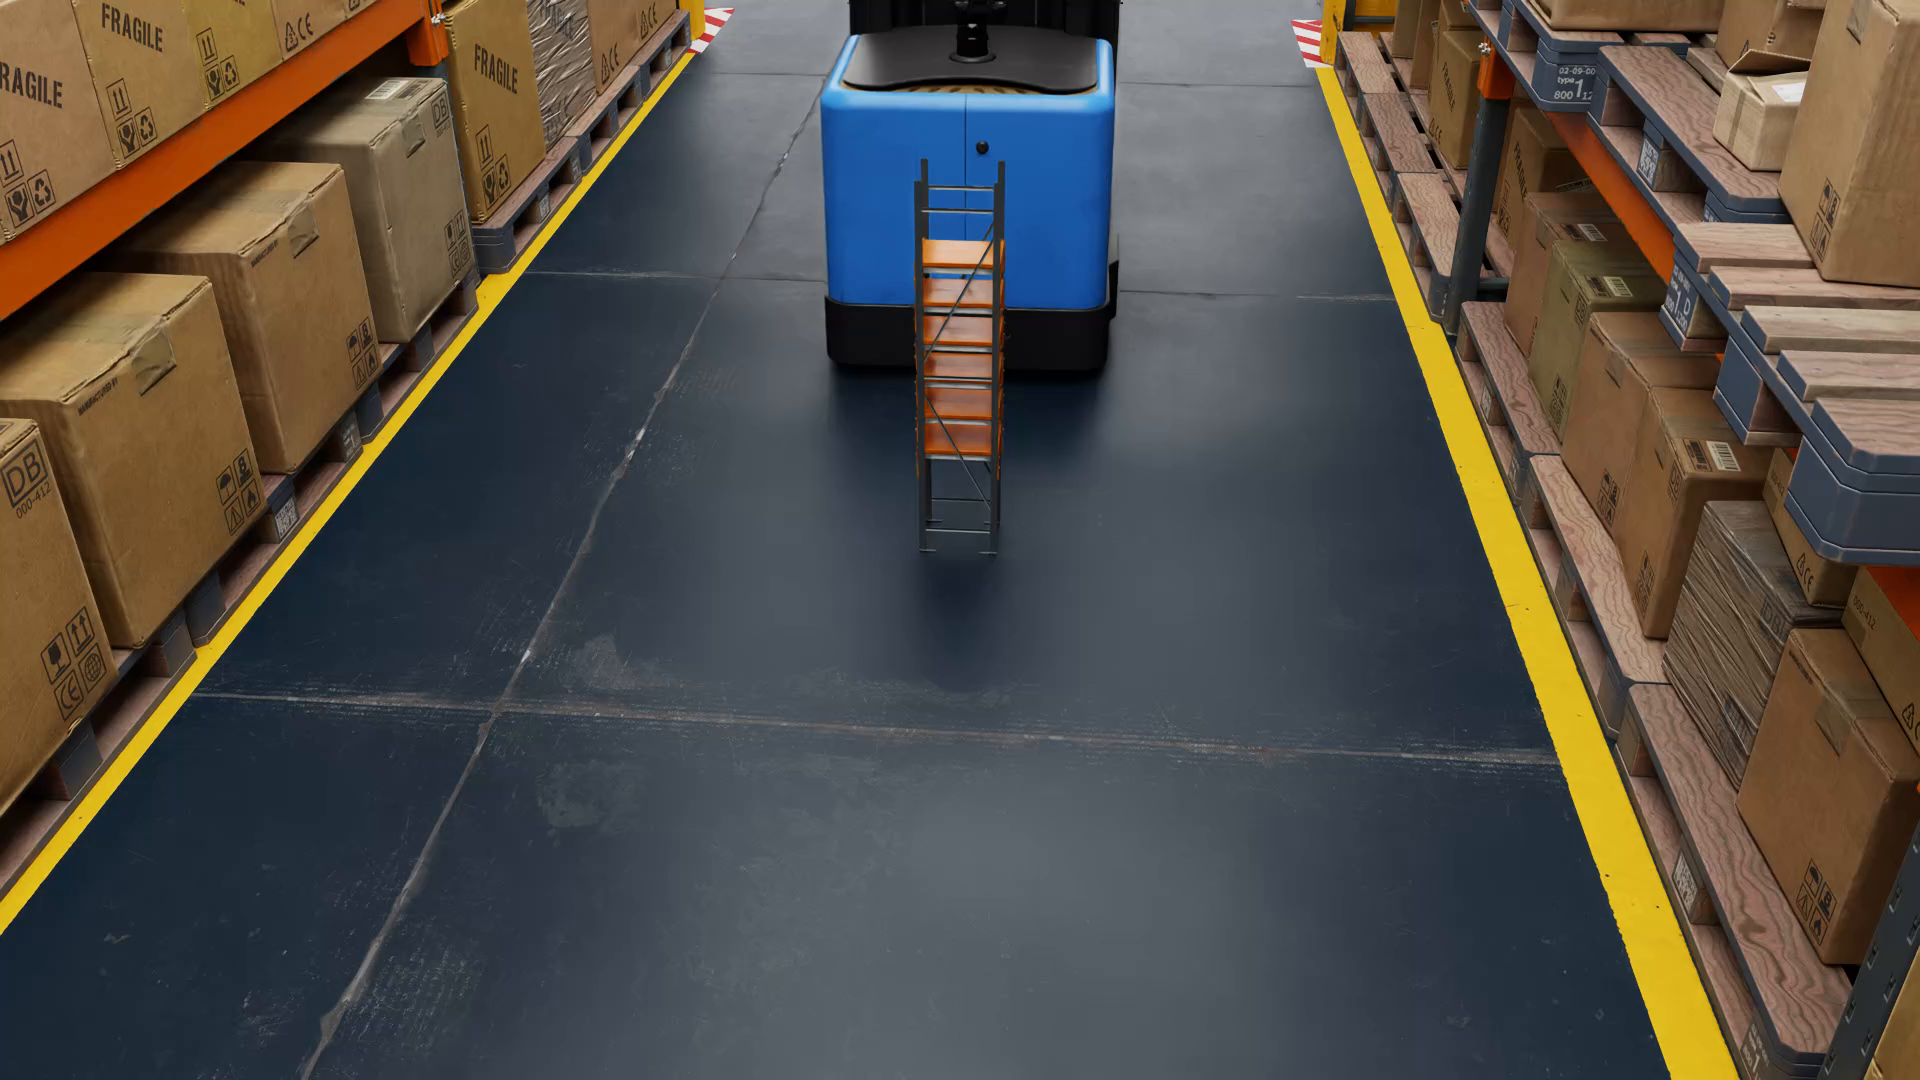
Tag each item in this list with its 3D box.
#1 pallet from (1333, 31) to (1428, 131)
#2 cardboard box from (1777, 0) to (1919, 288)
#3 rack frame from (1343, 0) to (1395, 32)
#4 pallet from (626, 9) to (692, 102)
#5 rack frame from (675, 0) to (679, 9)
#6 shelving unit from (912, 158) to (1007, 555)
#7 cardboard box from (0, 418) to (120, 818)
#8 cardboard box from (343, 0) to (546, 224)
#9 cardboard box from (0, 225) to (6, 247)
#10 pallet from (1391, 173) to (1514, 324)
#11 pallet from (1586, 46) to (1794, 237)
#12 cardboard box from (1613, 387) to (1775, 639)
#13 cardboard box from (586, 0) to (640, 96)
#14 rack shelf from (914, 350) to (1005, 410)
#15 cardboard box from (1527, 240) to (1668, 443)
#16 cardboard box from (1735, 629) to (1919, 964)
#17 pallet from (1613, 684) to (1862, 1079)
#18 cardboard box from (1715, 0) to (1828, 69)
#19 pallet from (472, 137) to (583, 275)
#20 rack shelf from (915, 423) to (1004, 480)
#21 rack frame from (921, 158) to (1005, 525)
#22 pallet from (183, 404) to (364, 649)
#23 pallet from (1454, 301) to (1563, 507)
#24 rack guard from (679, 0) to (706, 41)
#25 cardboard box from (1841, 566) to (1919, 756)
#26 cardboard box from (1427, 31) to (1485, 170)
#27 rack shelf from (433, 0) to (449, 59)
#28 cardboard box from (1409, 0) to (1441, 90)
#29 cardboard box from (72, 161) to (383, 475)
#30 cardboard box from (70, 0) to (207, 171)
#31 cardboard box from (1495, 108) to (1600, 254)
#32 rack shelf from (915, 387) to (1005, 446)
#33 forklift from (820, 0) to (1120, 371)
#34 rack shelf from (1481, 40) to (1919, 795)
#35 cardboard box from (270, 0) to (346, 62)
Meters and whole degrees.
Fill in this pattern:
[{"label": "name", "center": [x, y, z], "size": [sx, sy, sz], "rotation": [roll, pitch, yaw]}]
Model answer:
[{"label": "pallet", "center": [2.636, -2.523, 9.143], "size": [1.003, 0.211, 1.213], "rotation": [2, 32, 4]}, {"label": "cardboard box", "center": [2.042, -0.792, 3.180], "size": [0.700, 0.500, 0.500], "rotation": [7, 32, 11]}, {"label": "rack frame", "center": [2.743, -4.173, 9.163], "size": [1.000, 3.000, 0.127], "rotation": [2, 32, 4]}, {"label": "pallet", "center": [-2.179, -2.829, 9.640], "size": [1.003, 0.211, 1.213], "rotation": [2, 32, 4]}, {"label": "rack frame", "center": [-2.192, -4.438, 9.592], "size": [1.000, 3.000, 0.127], "rotation": [2, 32, 4]}, {"label": "shelving unit", "center": [0.001, -0.518, 4.947], "size": [0.258, 1.200, 0.189], "rotation": [2, 32, 4]}, {"label": "cardboard box", "center": [-2.704, 0.210, 3.795], "size": [1.050, 0.750, 0.750], "rotation": [2, 32, 3]}, {"label": "cardboard box", "center": [-2.397, -1.947, 7.174], "size": [0.875, 0.875, 0.875], "rotation": [3, 32, 5]}, {"label": "cardboard box", "center": [-2.499, -0.787, 3.572], "size": [0.500, 0.500, 0.500], "rotation": [2, 32, 4]}, {"label": "pallet", "center": [2.437, -1.247, 7.073], "size": [1.003, 0.211, 1.213], "rotation": [2, 32, 4]}, {"label": "pallet", "center": [2.212, -0.945, 4.108], "size": [1.003, 0.211, 1.213], "rotation": [2, 32, 4]}, {"label": "cardboard box", "center": [2.198, -0.052, 4.438], "size": [0.700, 0.500, 0.500], "rotation": [5, 32, 8]}, {"label": "cardboard box", "center": [-2.251, -2.895, 8.713], "size": [0.875, 0.875, 0.875], "rotation": [2, 32, 3]}, {"label": "rack shelf", "center": [0.001, -0.481, 4.971], "size": [0.258, 0.103, 0.180], "rotation": [2, 32, 4]}, {"label": "cardboard box", "center": [2.288, -0.636, 5.386], "size": [0.700, 0.500, 0.500], "rotation": [2, 32, 4]}, {"label": "cardboard box", "center": [2.126, 0.536, 3.485], "size": [0.700, 0.500, 0.500], "rotation": [1, 32, 1]}, {"label": "pallet", "center": [2.157, 0.788, 3.769], "size": [1.003, 0.211, 1.213], "rotation": [2, 32, 4]}, {"label": "cardboard box", "center": [2.368, -1.394, 4.154], "size": [0.797, 0.503, 0.637], "rotation": [6, 32, 9]}, {"label": "pallet", "center": [-2.378, -1.554, 7.570], "size": [1.003, 0.211, 1.213], "rotation": [2, 32, 4]}, {"label": "rack shelf", "center": [0.001, -0.276, 5.097], "size": [0.258, 0.103, 0.180], "rotation": [2, 32, 4]}, {"label": "rack frame", "center": [0.009, -0.566, 5.025], "size": [0.240, 1.200, 0.006], "rotation": [2, 32, 4]}, {"label": "pallet", "center": [-2.602, -0.113, 5.232], "size": [1.003, 0.211, 1.213], "rotation": [2, 32, 4]}, {"label": "pallet", "center": [2.356, -0.487, 5.840], "size": [1.003, 0.211, 1.213], "rotation": [2, 32, 4]}, {"label": "rack guard", "center": [-2.190, -3.386, 10.269], "size": [1.175, 0.500, 0.348], "rotation": [2, 32, 4]}, {"label": "cardboard box", "center": [2.116, 0.216, 3.289], "size": [0.500, 0.250, 0.500], "rotation": [4, 32, 6]}, {"label": "cardboard box", "center": [2.501, -2.032, 7.670], "size": [0.500, 0.500, 0.500], "rotation": [0, 32, 0]}, {"label": "rack shelf", "center": [-2.355, -3.086, 8.084], "size": [1.077, 0.370, 4.000], "rotation": [2, 32, 4]}, {"label": "cardboard box", "center": [2.661, -2.648, 8.670], "size": [0.500, 0.500, 0.500], "rotation": [11, 33, 17]}, {"label": "cardboard box", "center": [-2.561, -0.735, 5.327], "size": [1.050, 0.750, 0.750], "rotation": [2, 32, 4]}, {"label": "cardboard box", "center": [-2.415, -1.311, 4.422], "size": [0.500, 0.500, 0.500], "rotation": [2, 32, 3]}, {"label": "cardboard box", "center": [2.490, -1.404, 6.651], "size": [0.500, 0.500, 0.500], "rotation": [2, 32, 2]}, {"label": "rack shelf", "center": [0.001, -0.378, 5.034], "size": [0.258, 0.103, 0.180], "rotation": [2, 32, 4]}, {"label": "forklift", "center": [0.115, -2.616, 6.701], "size": [1.130, 2.935, 3.031], "rotation": [2, 32, 3]}, {"label": "rack shelf", "center": [2.255, -0.730, 4.261], "size": [1.077, 0.370, 4.000], "rotation": [2, 32, 4]}, {"label": "cardboard box", "center": [-2.335, -1.841, 5.282], "size": [0.500, 0.500, 0.500], "rotation": [2, 32, 3]}]
